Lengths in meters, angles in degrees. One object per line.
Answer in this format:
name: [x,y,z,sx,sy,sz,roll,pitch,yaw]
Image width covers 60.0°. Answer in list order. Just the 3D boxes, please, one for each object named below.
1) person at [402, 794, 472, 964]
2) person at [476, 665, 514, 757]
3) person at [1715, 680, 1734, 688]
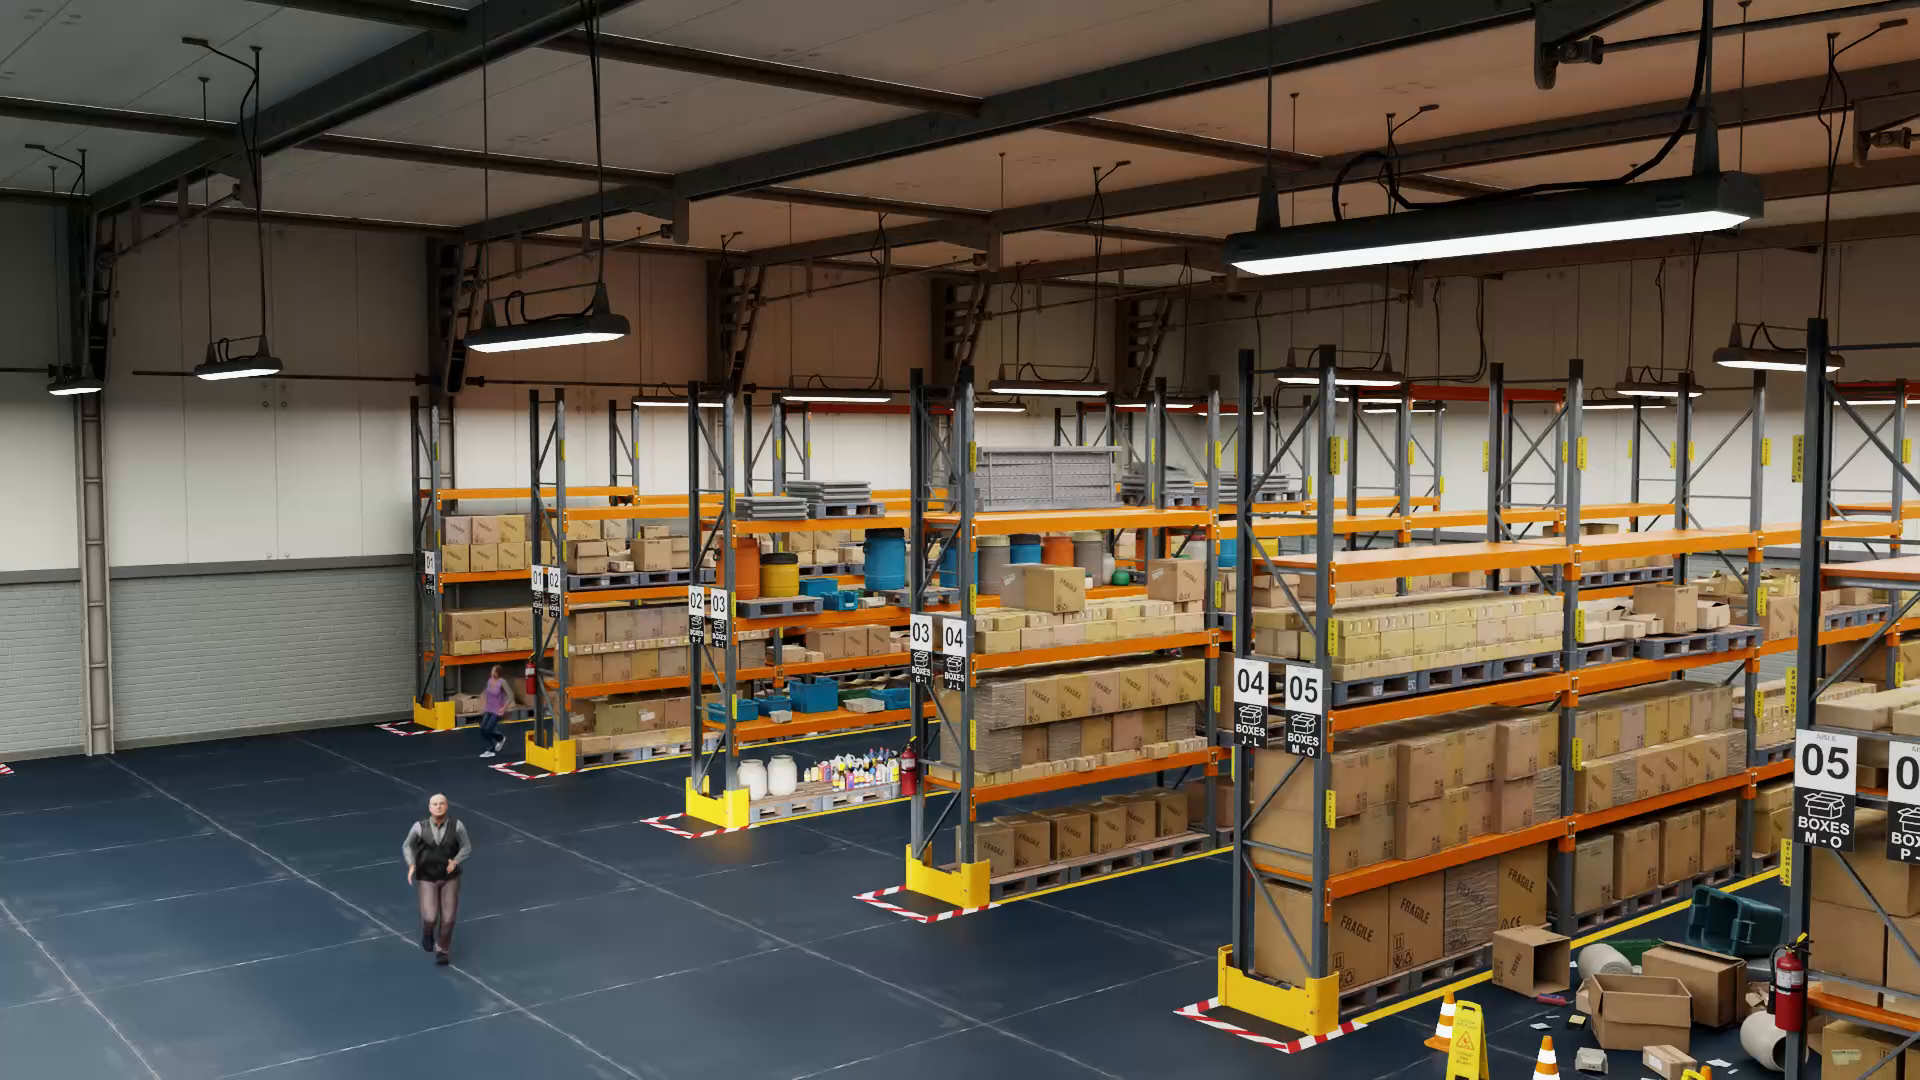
person: [-5.147,3.356,16.410,0.652,1.679,0.569,-1,4,-20]
person: [-7.591,2.799,27.132,0.597,1.539,0.485,2,4,30]
person: [10.866,2.887,23.606,0.895,1.813,0.642,-2,4,-36]
